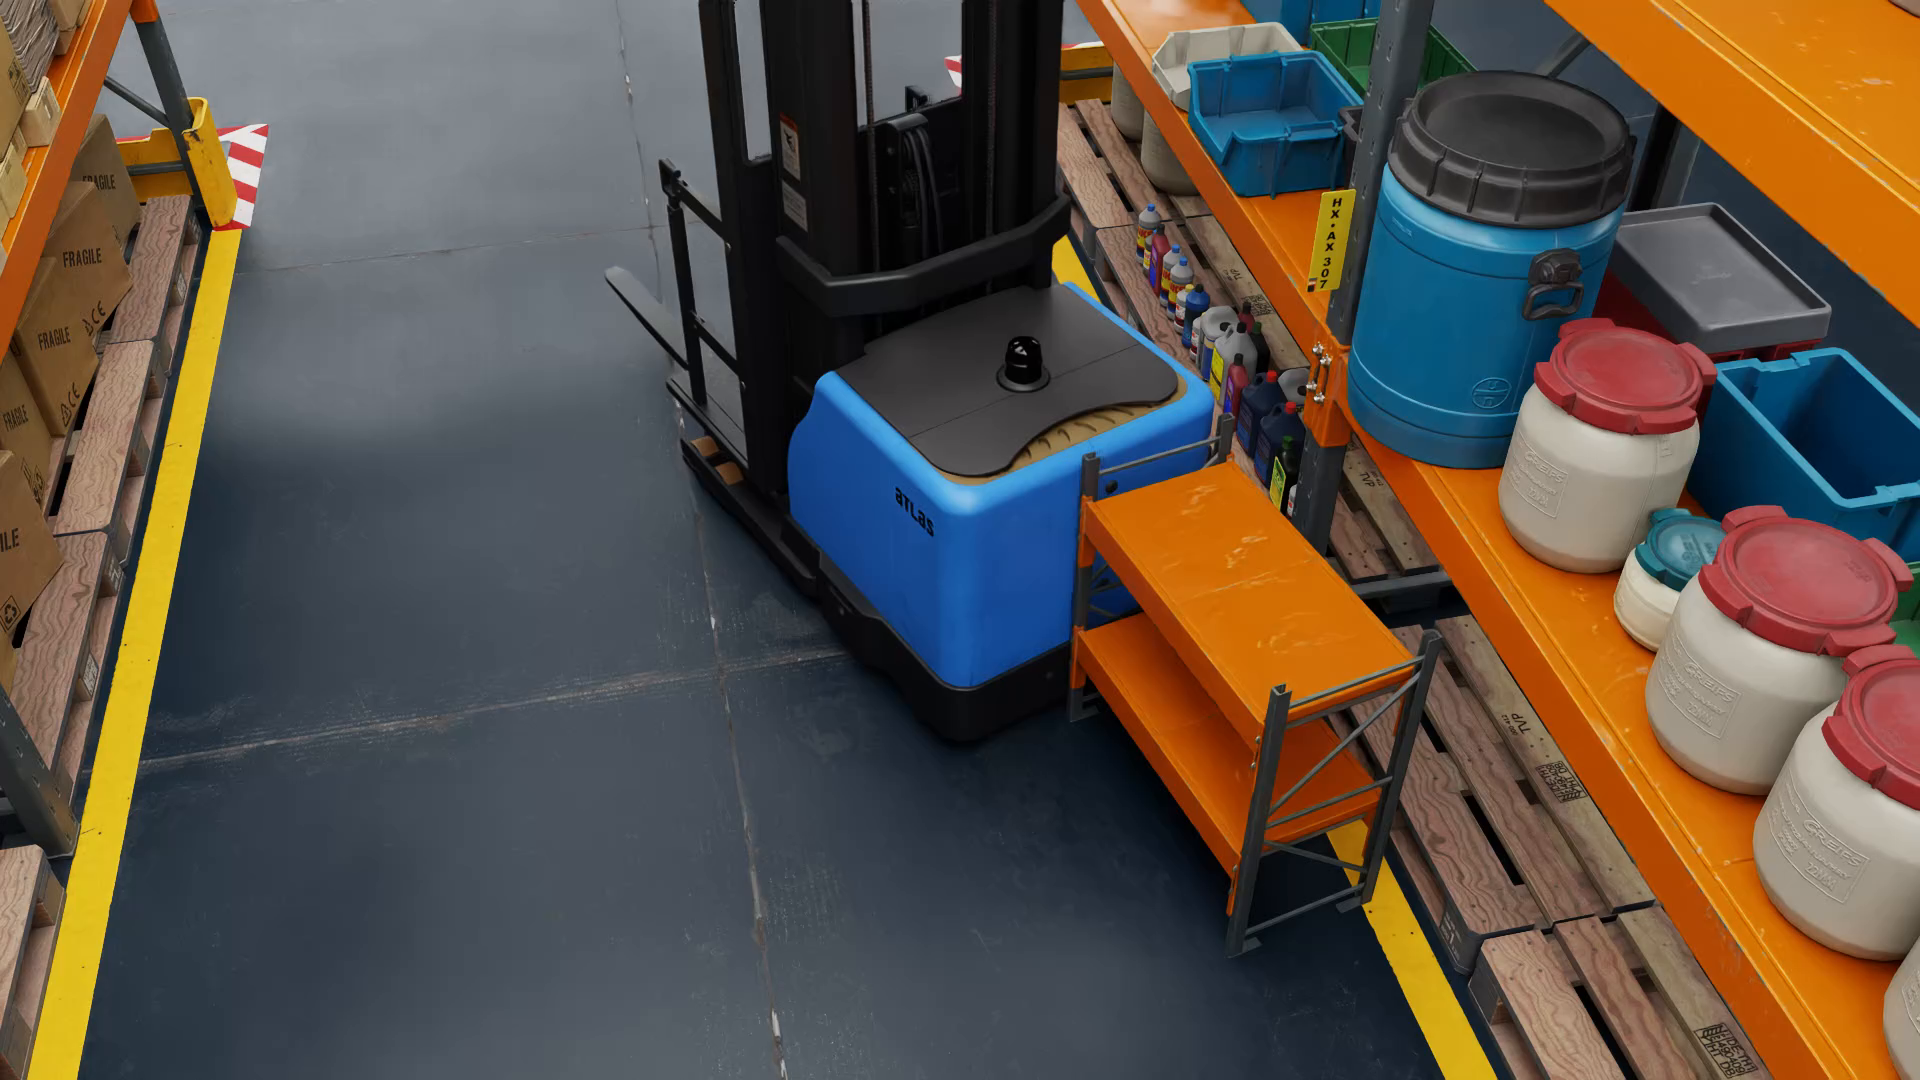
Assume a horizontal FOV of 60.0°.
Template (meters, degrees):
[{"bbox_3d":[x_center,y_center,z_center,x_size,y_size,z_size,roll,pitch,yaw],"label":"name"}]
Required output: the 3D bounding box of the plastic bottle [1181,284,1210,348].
[{"bbox_3d":[0.959,-0.916,6.747,0.097,0.271,0.097,0,42,0],"label":"plastic bottle"}]

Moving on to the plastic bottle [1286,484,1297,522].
[{"bbox_3d":[1.214,-0.126,5.909,0.097,0.201,0.097,0,42,0],"label":"plastic bottle"}]

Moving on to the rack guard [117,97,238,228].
[{"bbox_3d":[-4.087,-1.717,7.807,1.175,0.500,0.348,-8,42,-9],"label":"rack guard"}]

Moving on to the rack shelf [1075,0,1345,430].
[{"bbox_3d":[1.165,-1.845,6.611,1.077,0.370,4.000,-8,42,-9],"label":"rack shelf"}]

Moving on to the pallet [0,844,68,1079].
[{"bbox_3d":[-3.070,1.439,4.469,1.003,0.211,1.213,-8,42,-9],"label":"pallet"}]

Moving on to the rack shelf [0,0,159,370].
[{"bbox_3d":[-3.672,-1.135,5.811,1.077,0.370,4.000,-8,42,-9],"label":"rack shelf"}]

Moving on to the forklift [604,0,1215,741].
[{"bbox_3d":[-0.426,-1.389,5.607,1.130,2.935,3.031,-24,47,-25],"label":"forklift"}]

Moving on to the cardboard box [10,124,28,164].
[{"bbox_3d":[-3.428,-1.322,5.669,0.380,0.149,0.250,-8,42,-9],"label":"cardboard box"}]

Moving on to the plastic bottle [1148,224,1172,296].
[{"bbox_3d":[0.851,-1.190,7.046,0.061,0.283,0.133,-8,42,-9],"label":"plastic bottle"}]

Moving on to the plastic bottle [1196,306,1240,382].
[{"bbox_3d":[1.034,-0.779,6.589,0.152,0.276,0.135,-8,42,-8],"label":"plastic bottle"}]

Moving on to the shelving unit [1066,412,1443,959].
[{"bbox_3d":[0.799,0.421,4.928,0.538,1.125,1.048,-17,44,-18],"label":"shelving unit"}]

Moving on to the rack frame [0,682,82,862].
[{"bbox_3d":[-3.240,-0.108,4.112,1.000,3.000,0.127,-8,42,-9],"label":"rack frame"}]

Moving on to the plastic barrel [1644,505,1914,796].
[{"bbox_3d":[1.747,0.259,3.597,0.433,0.535,0.433,0,42,0],"label":"plastic barrel"}]

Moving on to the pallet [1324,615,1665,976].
[{"bbox_3d":[1.804,0.729,5.270,1.003,0.211,1.213,-8,42,-9],"label":"pallet"}]

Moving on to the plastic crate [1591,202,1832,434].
[{"bbox_3d":[2.000,-0.572,4.586,0.402,0.464,0.583,-8,42,-9],"label":"plastic crate"}]

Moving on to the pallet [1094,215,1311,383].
[{"bbox_3d":[1.225,-1.008,7.227,1.003,0.211,1.213,-8,42,-9],"label":"pallet"}]

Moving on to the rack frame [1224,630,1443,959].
[{"bbox_3d":[1.009,0.729,4.581,0.500,1.125,0.032,-17,44,-18],"label":"rack frame"}]

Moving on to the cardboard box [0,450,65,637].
[{"bbox_3d":[-3.418,0.035,5.518,0.500,0.500,0.500,4,42,4],"label":"cardboard box"}]

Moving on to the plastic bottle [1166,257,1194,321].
[{"bbox_3d":[0.916,-1.048,6.895,0.097,0.271,0.097,0,42,0],"label":"plastic bottle"}]

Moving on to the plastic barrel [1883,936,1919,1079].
[{"bbox_3d":[1.938,0.824,2.978,0.421,0.512,0.421,0,42,0],"label":"plastic barrel"}]

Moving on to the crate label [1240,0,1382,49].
[{"bbox_3d":[1.394,-2.269,6.520,0.502,0.435,0.616,-8,42,-9],"label":"crate label"}]

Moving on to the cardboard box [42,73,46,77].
[{"bbox_3d":[-3.554,-1.644,6.031,0.380,0.149,0.250,-8,42,-9],"label":"cardboard box"}]

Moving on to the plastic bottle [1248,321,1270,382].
[{"bbox_3d":[1.159,-0.708,6.502,0.061,0.283,0.133,-8,42,-9],"label":"plastic bottle"}]

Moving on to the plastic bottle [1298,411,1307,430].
[{"bbox_3d":[1.317,-0.388,6.092,0.144,0.351,0.185,-8,42,-9],"label":"plastic bottle"}]

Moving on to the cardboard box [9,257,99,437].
[{"bbox_3d":[-3.706,-0.725,6.373,0.500,0.500,0.500,-5,42,-5],"label":"cardboard box"}]

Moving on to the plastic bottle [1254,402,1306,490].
[{"bbox_3d":[1.176,-0.368,6.069,0.144,0.351,0.185,-9,42,-10],"label":"plastic bottle"}]

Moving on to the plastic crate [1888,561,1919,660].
[{"bbox_3d":[2.248,0.350,3.756,0.450,0.188,0.662,-8,42,-9],"label":"plastic crate"}]

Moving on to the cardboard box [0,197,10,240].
[{"bbox_3d":[-3.286,-1.003,5.310,0.380,0.149,0.250,-8,42,-9],"label":"cardboard box"}]

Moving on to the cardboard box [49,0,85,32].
[{"bbox_3d":[-3.786,-2.182,6.149,0.875,0.500,0.500,-8,42,-9],"label":"cardboard box"}]

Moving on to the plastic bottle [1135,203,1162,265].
[{"bbox_3d":[0.820,-1.335,7.218,0.097,0.271,0.097,0,42,0],"label":"plastic bottle"}]

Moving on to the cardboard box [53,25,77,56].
[{"bbox_3d":[-3.644,-1.971,6.400,0.380,0.149,0.250,-8,42,-9],"label":"cardboard box"}]

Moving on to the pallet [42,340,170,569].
[{"bbox_3d":[-3.686,-0.288,6.415,1.003,0.211,1.213,-8,42,-9],"label":"pallet"}]

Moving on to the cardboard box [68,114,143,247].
[{"bbox_3d":[-3.985,-1.516,7.265,0.500,0.500,0.500,-1,42,-1],"label":"cardboard box"}]

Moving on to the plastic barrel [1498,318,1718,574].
[{"bbox_3d":[1.589,-0.217,4.132,0.433,0.535,0.433,0,42,0],"label":"plastic barrel"}]

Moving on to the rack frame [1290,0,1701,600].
[{"bbox_3d":[1.596,-0.818,4.912,1.000,3.000,0.127,-8,42,-9],"label":"rack frame"}]

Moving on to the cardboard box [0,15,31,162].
[{"bbox_3d":[-3.624,-1.526,5.410,0.875,0.500,0.500,-8,42,-9],"label":"cardboard box"}]

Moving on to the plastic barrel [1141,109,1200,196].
[{"bbox_3d":[1.058,-1.897,7.685,0.421,0.512,0.421,0,42,0],"label":"plastic barrel"}]

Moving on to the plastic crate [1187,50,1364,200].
[{"bbox_3d":[1.092,-1.440,5.725,0.499,0.251,0.616,-8,42,-9],"label":"plastic crate"}]

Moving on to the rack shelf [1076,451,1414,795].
[{"bbox_3d":[0.799,0.203,4.733,0.538,0.278,1.000,-17,44,-18],"label":"rack shelf"}]

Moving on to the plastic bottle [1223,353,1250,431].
[{"bbox_3d":[1.059,-0.566,6.343,0.061,0.283,0.133,-6,42,-6],"label":"plastic bottle"}]
